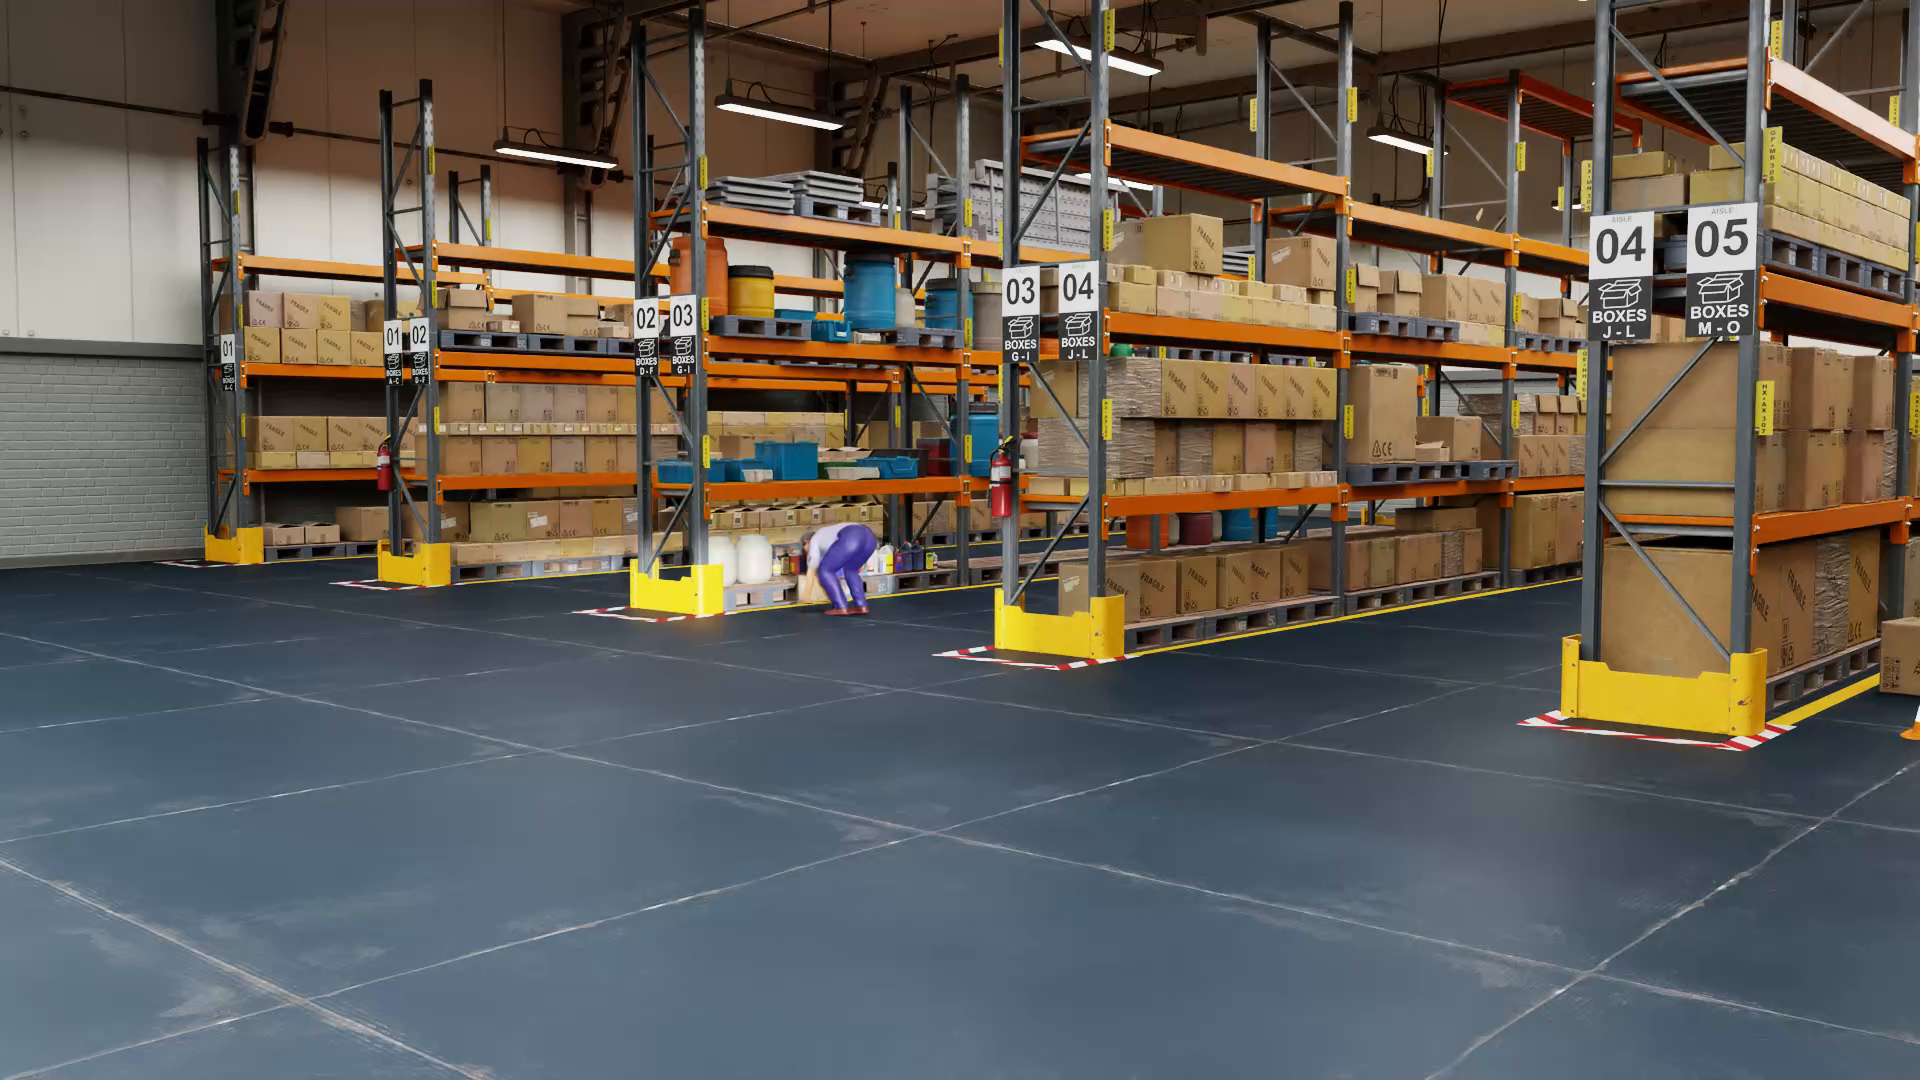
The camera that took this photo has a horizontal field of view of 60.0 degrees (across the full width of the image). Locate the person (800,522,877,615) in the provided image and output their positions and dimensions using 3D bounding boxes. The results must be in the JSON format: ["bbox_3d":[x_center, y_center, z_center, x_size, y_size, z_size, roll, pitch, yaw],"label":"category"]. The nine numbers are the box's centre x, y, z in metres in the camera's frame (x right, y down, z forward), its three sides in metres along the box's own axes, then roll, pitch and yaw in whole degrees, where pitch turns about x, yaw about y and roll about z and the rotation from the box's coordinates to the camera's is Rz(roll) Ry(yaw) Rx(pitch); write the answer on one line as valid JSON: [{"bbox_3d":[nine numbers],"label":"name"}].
[{"bbox_3d":[-1.270,0.281,16.837,0.905,0.933,0.506,3,5,38],"label":"person"}]
